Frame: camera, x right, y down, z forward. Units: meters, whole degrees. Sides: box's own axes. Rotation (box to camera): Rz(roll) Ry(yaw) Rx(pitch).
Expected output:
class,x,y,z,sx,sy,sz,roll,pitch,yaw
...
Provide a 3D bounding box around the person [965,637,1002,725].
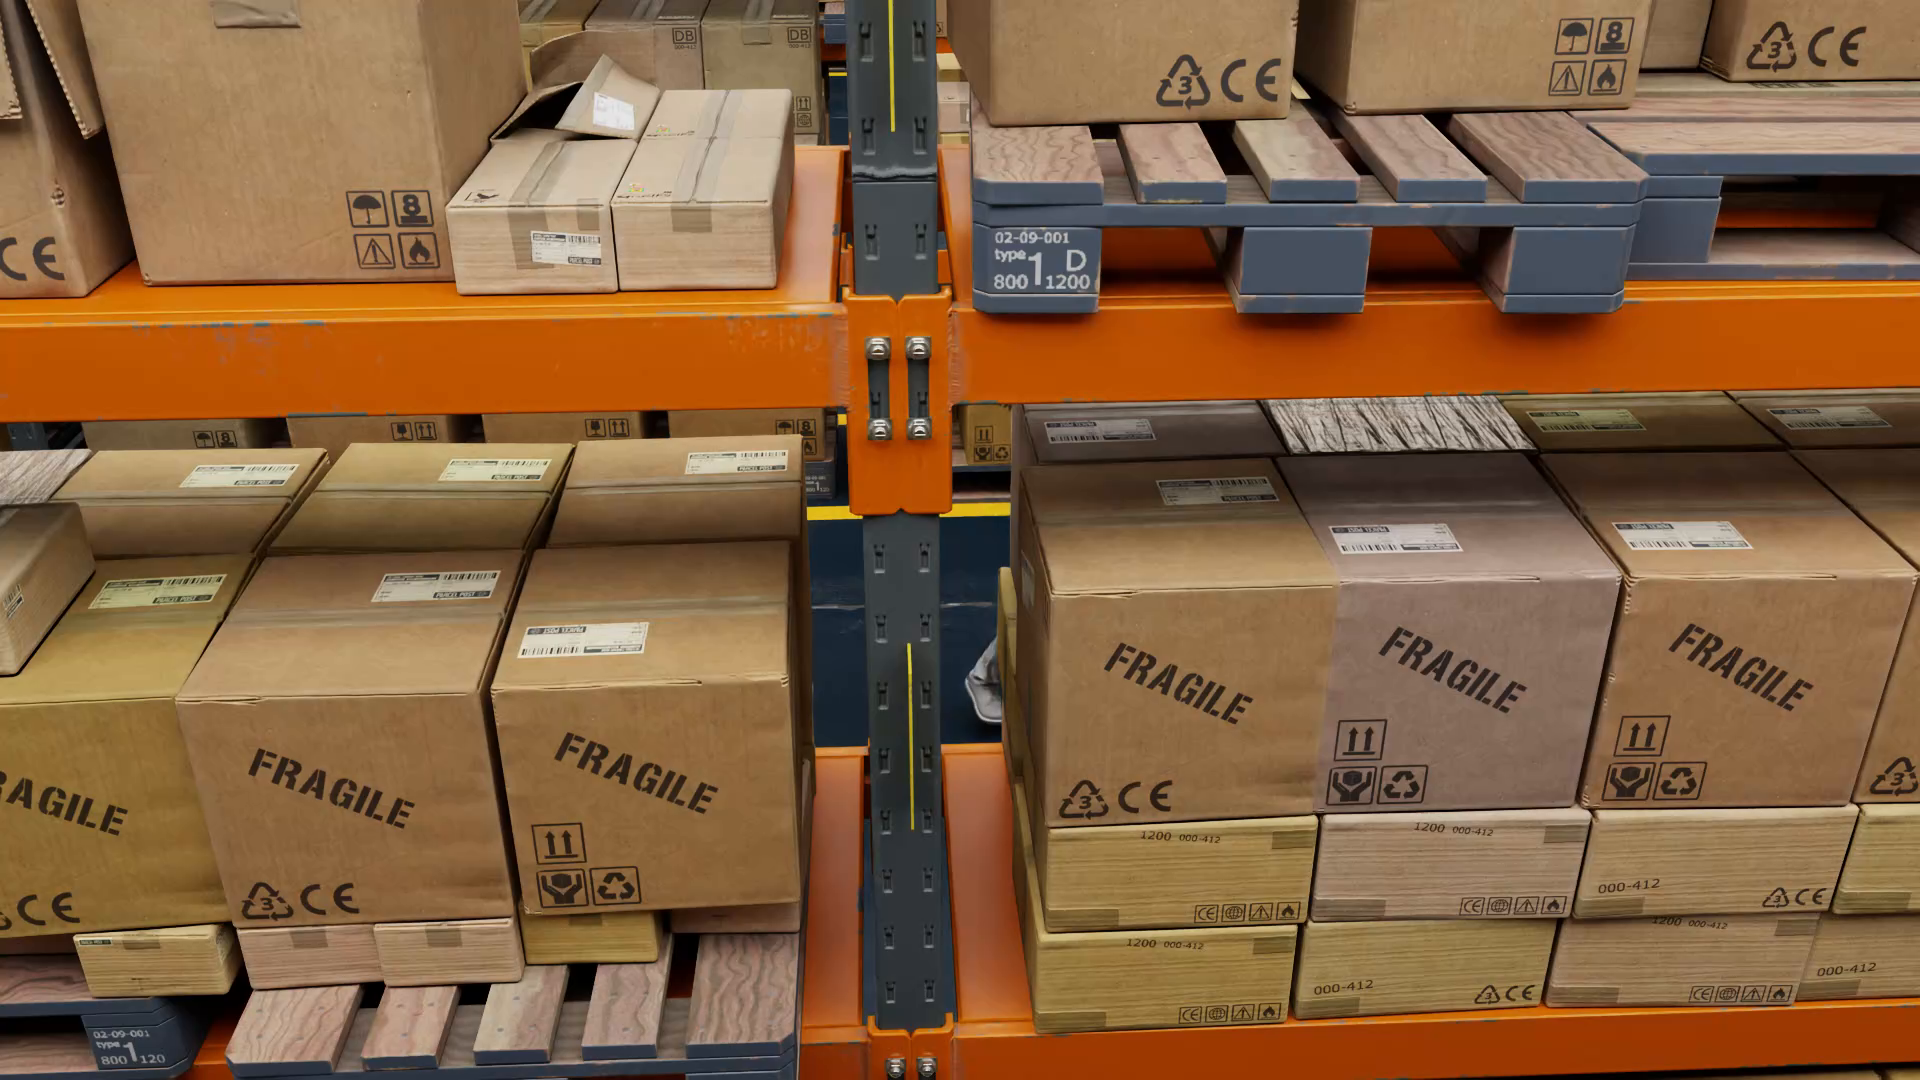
class,x,y,z,sx,sy,sz,roll,pitch,yaw
person,0.350,-0.039,6.176,0.653,1.665,0.501,12,30,21
